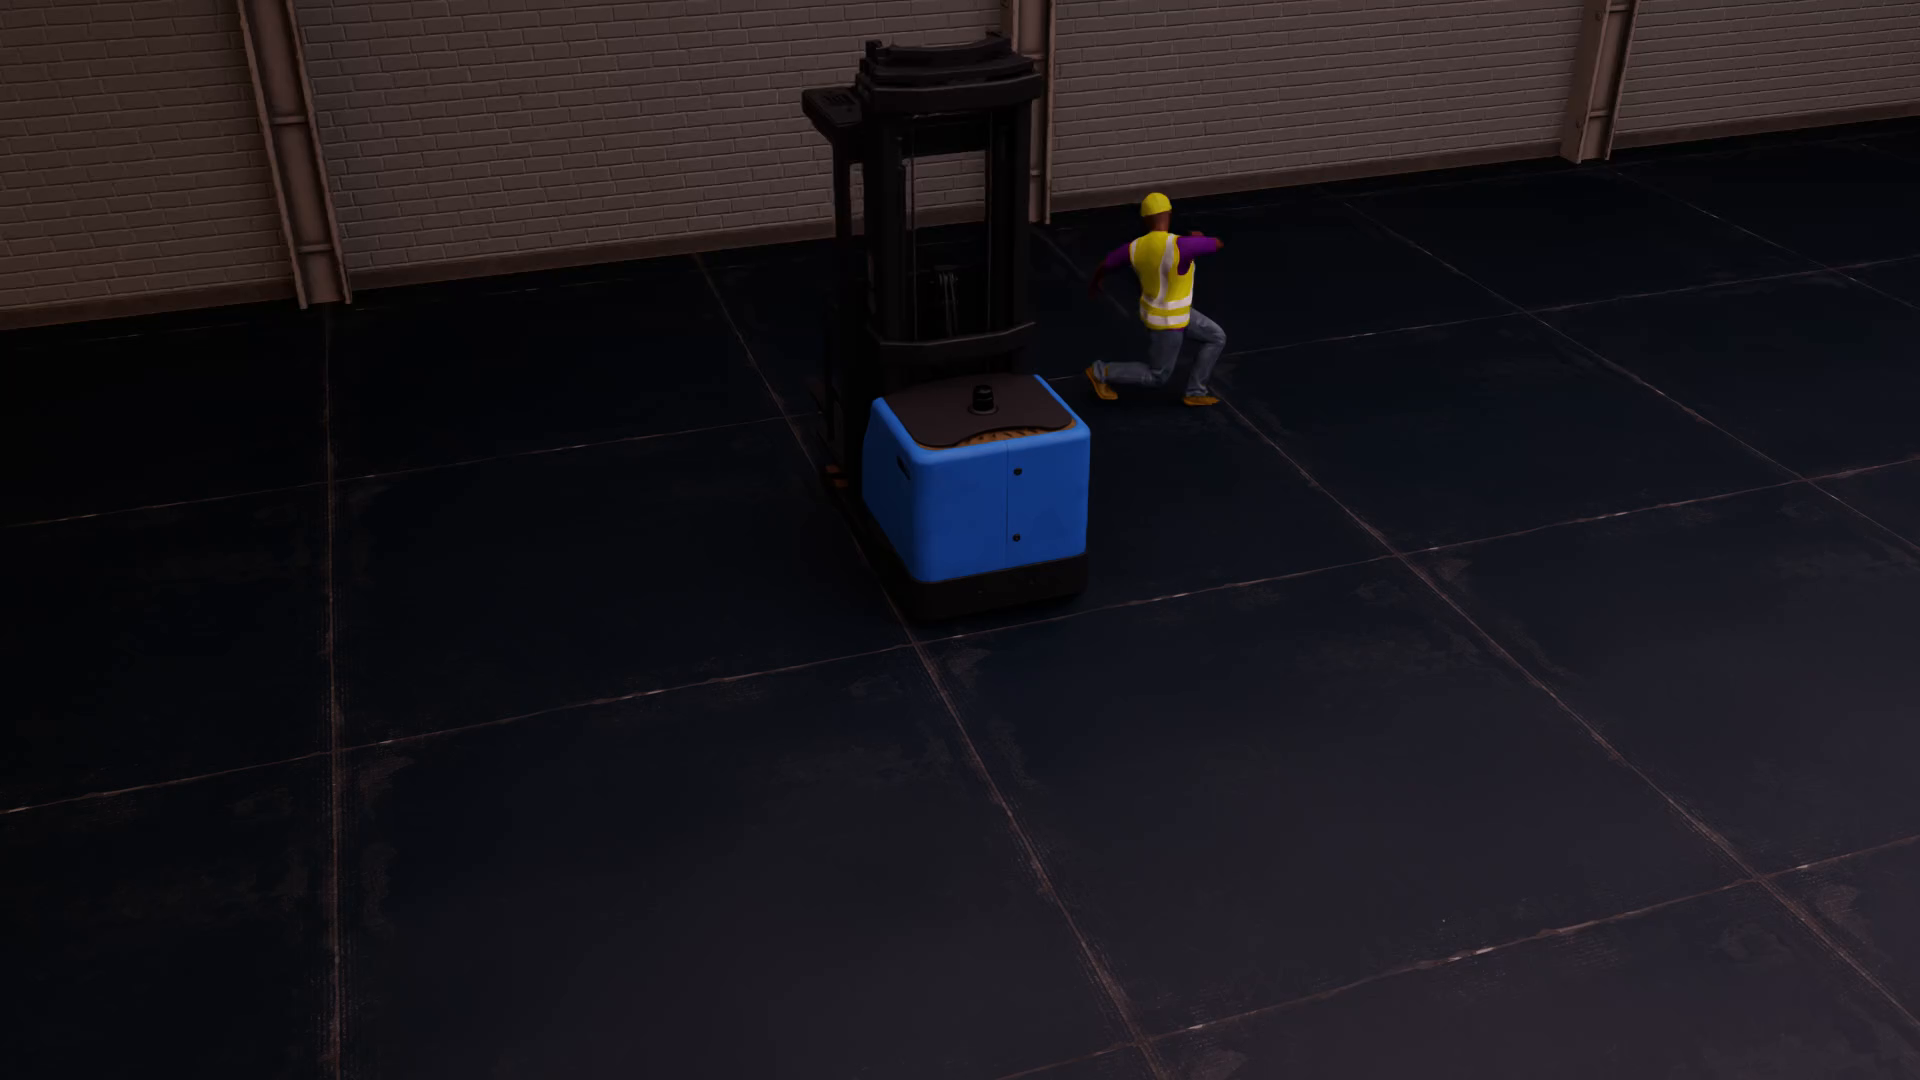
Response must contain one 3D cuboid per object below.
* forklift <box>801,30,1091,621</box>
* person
[{"bbox_3d":[-0.251,-1.549,9.780,1.130,2.935,3.031,-10,31,-17],"label":"forklift"},{"bbox_3d":[1.346,-1.658,11.463,0.959,1.527,0.778,-4,30,-7],"label":"person"}]
